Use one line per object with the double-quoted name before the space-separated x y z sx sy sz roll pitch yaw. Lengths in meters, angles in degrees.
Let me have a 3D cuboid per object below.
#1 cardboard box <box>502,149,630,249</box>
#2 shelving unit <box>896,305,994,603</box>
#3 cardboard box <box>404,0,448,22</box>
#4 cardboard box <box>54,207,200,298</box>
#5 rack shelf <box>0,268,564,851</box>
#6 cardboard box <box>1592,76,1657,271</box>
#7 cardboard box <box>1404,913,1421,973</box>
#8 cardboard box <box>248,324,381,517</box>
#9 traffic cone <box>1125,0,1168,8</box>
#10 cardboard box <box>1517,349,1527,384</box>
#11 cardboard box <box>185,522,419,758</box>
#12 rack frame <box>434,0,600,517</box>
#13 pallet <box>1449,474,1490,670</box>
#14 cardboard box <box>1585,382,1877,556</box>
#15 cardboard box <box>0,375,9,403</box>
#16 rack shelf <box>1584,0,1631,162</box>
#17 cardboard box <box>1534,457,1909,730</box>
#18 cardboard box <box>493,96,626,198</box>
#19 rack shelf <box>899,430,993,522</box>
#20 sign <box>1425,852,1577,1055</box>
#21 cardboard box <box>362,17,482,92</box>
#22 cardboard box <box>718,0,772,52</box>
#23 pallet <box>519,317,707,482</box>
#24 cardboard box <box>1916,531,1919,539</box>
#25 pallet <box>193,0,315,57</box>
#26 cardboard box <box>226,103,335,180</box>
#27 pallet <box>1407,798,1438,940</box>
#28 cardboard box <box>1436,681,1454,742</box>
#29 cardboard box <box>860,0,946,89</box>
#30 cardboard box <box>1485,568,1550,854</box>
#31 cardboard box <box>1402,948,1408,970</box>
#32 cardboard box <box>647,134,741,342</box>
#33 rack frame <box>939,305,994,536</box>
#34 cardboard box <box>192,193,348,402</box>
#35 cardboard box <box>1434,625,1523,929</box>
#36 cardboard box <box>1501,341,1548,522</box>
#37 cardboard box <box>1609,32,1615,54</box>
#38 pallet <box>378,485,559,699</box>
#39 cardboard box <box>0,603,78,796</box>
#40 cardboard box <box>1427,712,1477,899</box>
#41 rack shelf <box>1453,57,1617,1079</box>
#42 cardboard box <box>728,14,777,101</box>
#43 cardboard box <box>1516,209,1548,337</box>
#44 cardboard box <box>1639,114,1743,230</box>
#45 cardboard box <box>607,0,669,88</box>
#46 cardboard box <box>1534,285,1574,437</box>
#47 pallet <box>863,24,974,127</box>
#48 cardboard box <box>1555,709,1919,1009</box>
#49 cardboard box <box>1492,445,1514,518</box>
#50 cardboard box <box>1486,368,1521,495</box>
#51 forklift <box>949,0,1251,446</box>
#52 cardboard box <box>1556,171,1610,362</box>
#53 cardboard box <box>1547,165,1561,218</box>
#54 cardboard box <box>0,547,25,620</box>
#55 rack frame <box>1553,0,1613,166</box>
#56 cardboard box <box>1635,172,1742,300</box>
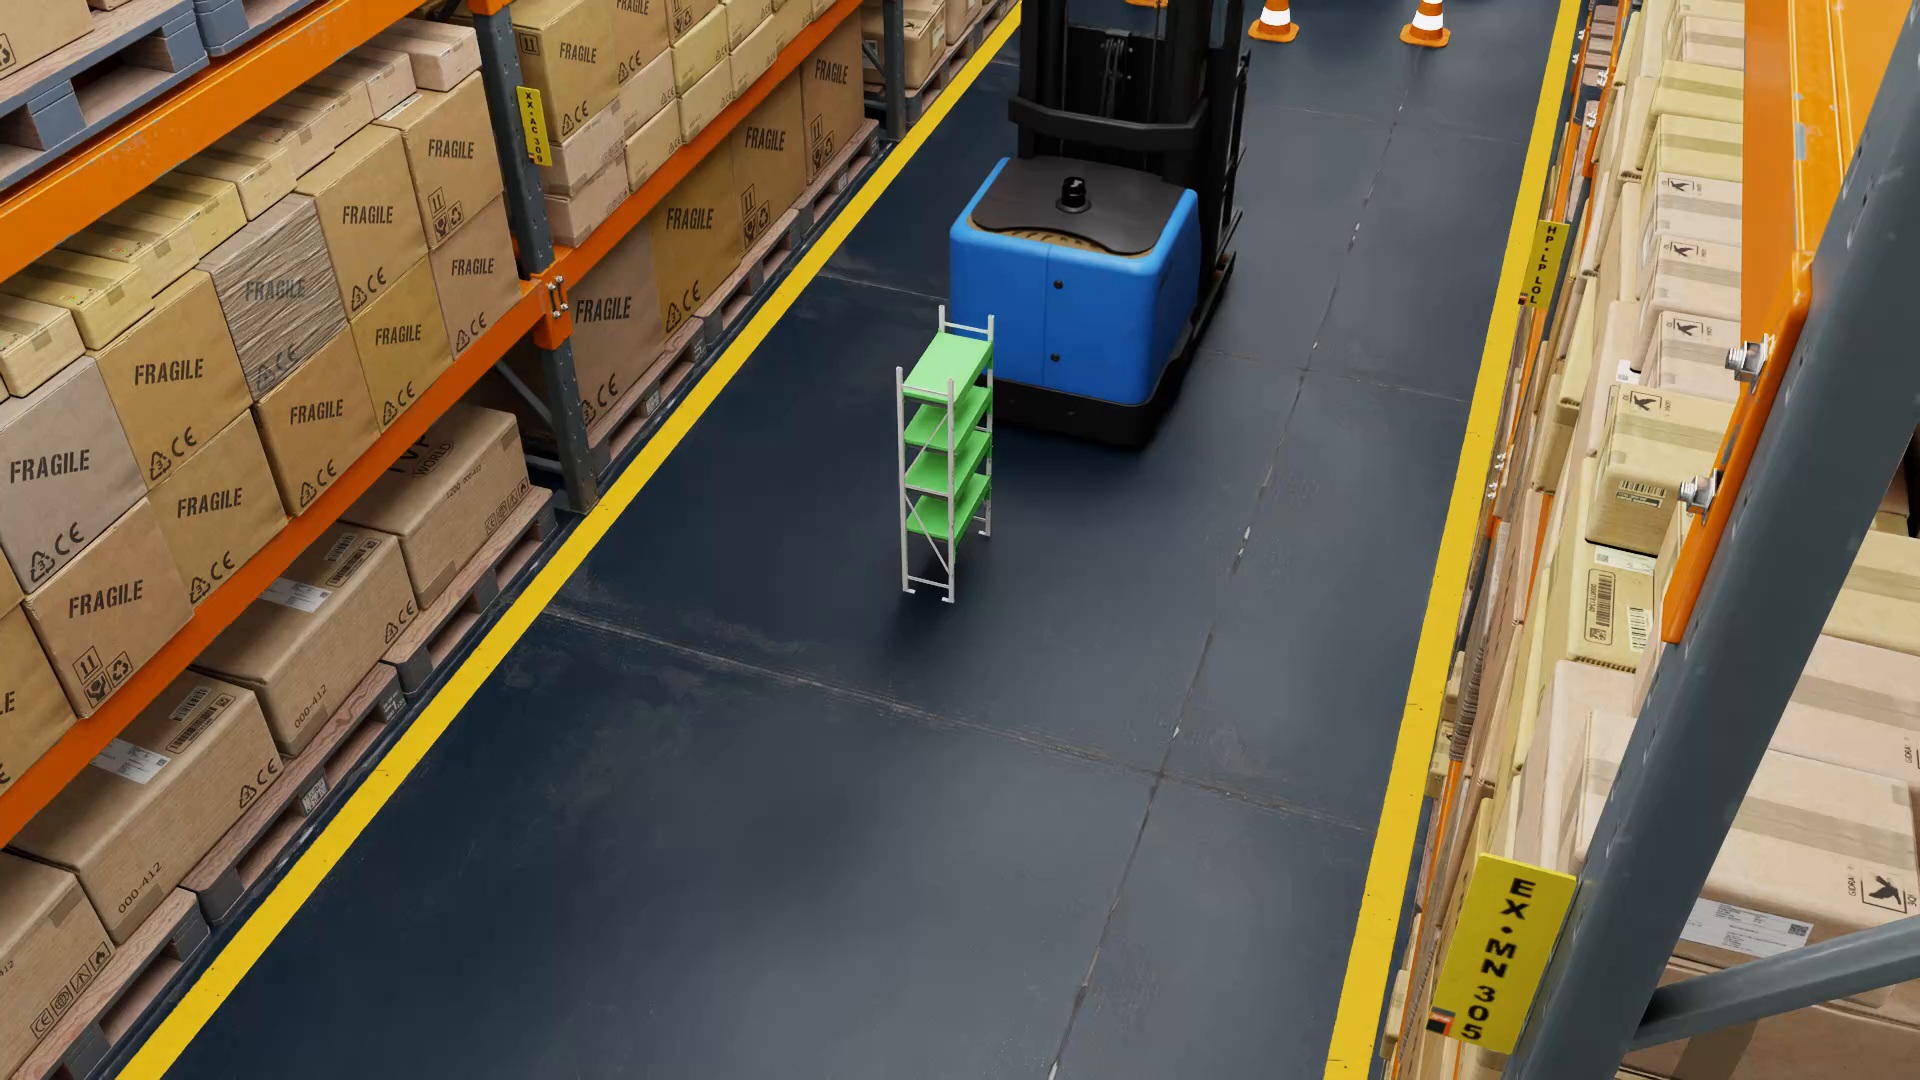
"cardboard box" -1.807 -1.550 7.325 0.500 0.250 0.500 12 42 14
"shelving unit" -0.057 -0.355 7.196 0.258 1.200 0.503 13 42 15
"cardboard box" -2.289 -2.144 7.058 0.500 0.500 0.500 15 43 16
"cardboard box" -2.579 -0.885 5.082 0.380 0.149 0.250 13 42 15
"rack shelf" -2.890 0.096 5.834 1.077 0.370 4.000 13 42 15
"cardboard box" 1.730 -0.787 3.735 0.500 0.250 0.500 14 42 16
"cardboard box" 1.647 1.399 5.397 0.380 0.149 0.250 13 42 15
"cardboard box" -2.453 -0.471 5.867 0.500 0.500 0.500 13 42 14
"traffic cone" 1.421 -4.244 12.322 0.336 0.463 0.334 13 42 15
"cardboard box" 2.686 -0.675 7.208 0.500 0.250 0.500 15 43 17
"cardboard box" -2.827 0.323 6.664 0.875 0.438 0.875 12 42 14
"rack frame" -2.206 -1.397 7.030 1.000 3.000 0.127 13 42 15
"pallet" 2.745 0.226 7.277 1.003 0.211 1.213 13 42 15
"cardboard box" 1.202 -0.085 2.604 0.380 0.149 0.250 14 42 16
"cardboard box" -2.860 -0.423 4.541 0.380 0.149 0.250 14 42 16
"rack shelf" 3.164 -2.447 6.504 1.077 0.370 4.000 13 42 15
"cardboard box" 1.204 0.156 2.629 0.500 0.250 0.500 12 42 14
"cardboard box" -1.791 -1.736 7.158 0.500 0.250 0.500 12 42 14
"rack shelf" -0.057 -0.307 7.237 0.258 0.148 0.480 13 42 15
"sign" 0.598 0.466 1.853 0.100 0.325 0.005 13 42 15
"cardboard box" -2.012 -1.804 6.160 0.380 0.149 0.250 12 42 14
"cardboard box" -1.270 -2.671 8.254 0.500 0.250 0.500 12 42 14
"pallet" -2.013 -0.824 8.506 1.003 0.211 1.213 13 42 15
"cardboard box" 1.684 0.277 2.487 0.500 0.250 0.500 13 42 15
"pallet" -2.496 -2.008 5.503 1.003 0.211 1.213 13 42 15
"cardboard box" -2.369 -1.359 5.638 0.380 0.149 0.250 13 42 15
"pallet" 2.284 1.118 6.230 1.003 0.211 1.213 13 42 15
"cardboard box" 2.054 0.715 6.427 0.380 0.149 0.250 12 42 13
"cardboard box" -0.636 -3.339 11.007 0.950 0.372 0.625 11 42 12
"cardboard box" 1.187 0.347 2.791 0.500 0.250 0.500 13 42 15
"cardboard box" 1.648 1.516 5.489 0.380 0.149 0.250 12 42 14
"cardboard box" -1.768 -1.697 8.695 0.875 0.875 0.875 14 43 16
"rack frame" 0.027 -0.504 7.370 0.240 1.200 0.015 13 42 15
"cardboard box" -2.454 -0.846 5.537 0.500 0.500 0.500 14 42 16
"cardboard box" 1.378 0.586 3.630 0.500 0.500 0.500 15 43 17
"cardboard box" 2.074 -0.265 5.397 0.500 0.500 0.500 13 42 14
"cardboard box" 3.413 -2.472 8.160 0.380 0.149 0.250 15 43 17
"pallet" -2.540 0.110 7.412 1.003 0.211 1.213 13 42 15
"cardboard box" -2.993 0.461 4.775 0.500 0.500 0.500 13 42 14
"cardboard box" 1.550 0.671 4.300 0.500 0.500 0.500 15 43 17
"rack shelf" 1.796 -0.008 3.645 1.077 0.370 4.000 13 42 15
"cardboard box" -1.262 -2.478 8.412 0.500 0.250 0.500 13 42 14
"cardboard box" 3.198 -1.326 8.549 0.500 0.500 0.500 14 42 16
"cardboard box" 1.581 -0.709 3.335 0.380 0.149 0.250 12 42 14
"cardboard box" -1.637 -2.336 7.284 0.500 0.500 0.500 13 42 15
"cardboard box" 1.934 -0.351 4.727 0.500 0.500 0.500 12 42 14
"pallet" -0.570 -3.252 11.353 1.003 0.211 1.213 13 42 15
"cardboard box" 0.950 0.386 2.053 0.380 0.149 0.250 13 42 15
"cardboard box" 2.076 -0.164 5.779 0.380 0.149 0.250 15 43 17
"cardboard box" 2.672 -0.389 7.451 0.500 0.500 0.500 12 42 14
"forklift" 0.917 -2.540 8.422 1.130 2.935 3.031 13 42 15
"cardboard box" 1.715 -0.600 3.900 0.500 0.250 0.500 15 43 17
"cardboard box" 3.211 -1.618 8.313 0.500 0.250 0.500 13 42 15
"cardboard box" -2.972 0.078 4.454 0.500 0.500 0.500 12 42 14
"rack frame" 3.848 -2.800 8.674 1.000 3.000 0.127 13 42 15
"cardboard box" 1.497 -0.548 3.147 0.380 0.149 0.250 12 42 14
